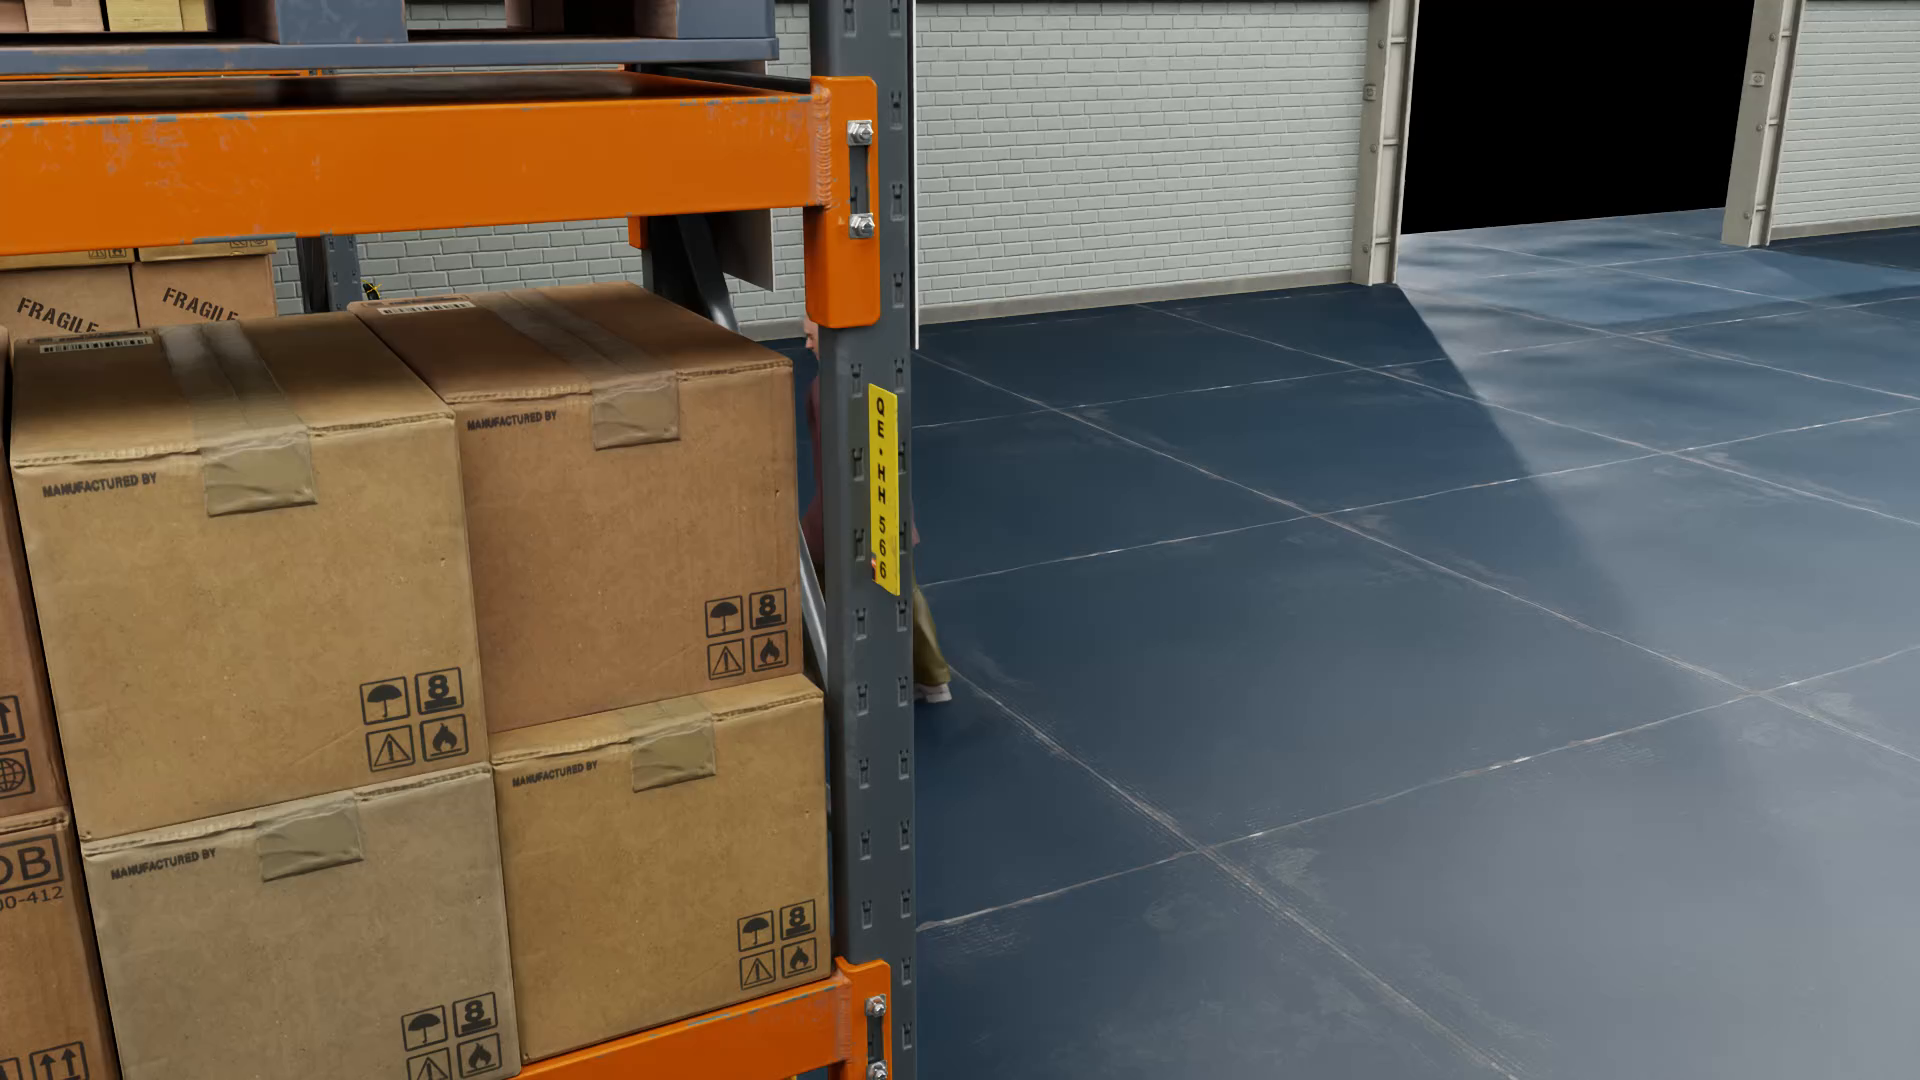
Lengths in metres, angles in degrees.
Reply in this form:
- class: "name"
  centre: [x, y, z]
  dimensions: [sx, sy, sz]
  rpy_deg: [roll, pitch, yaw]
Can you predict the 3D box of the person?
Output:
- class: "person"
  centre: [-0.450, -0.163, 7.081]
  dimensions: [1.035, 1.736, 0.641]
  rpy_deg: [14, 23, 36]
